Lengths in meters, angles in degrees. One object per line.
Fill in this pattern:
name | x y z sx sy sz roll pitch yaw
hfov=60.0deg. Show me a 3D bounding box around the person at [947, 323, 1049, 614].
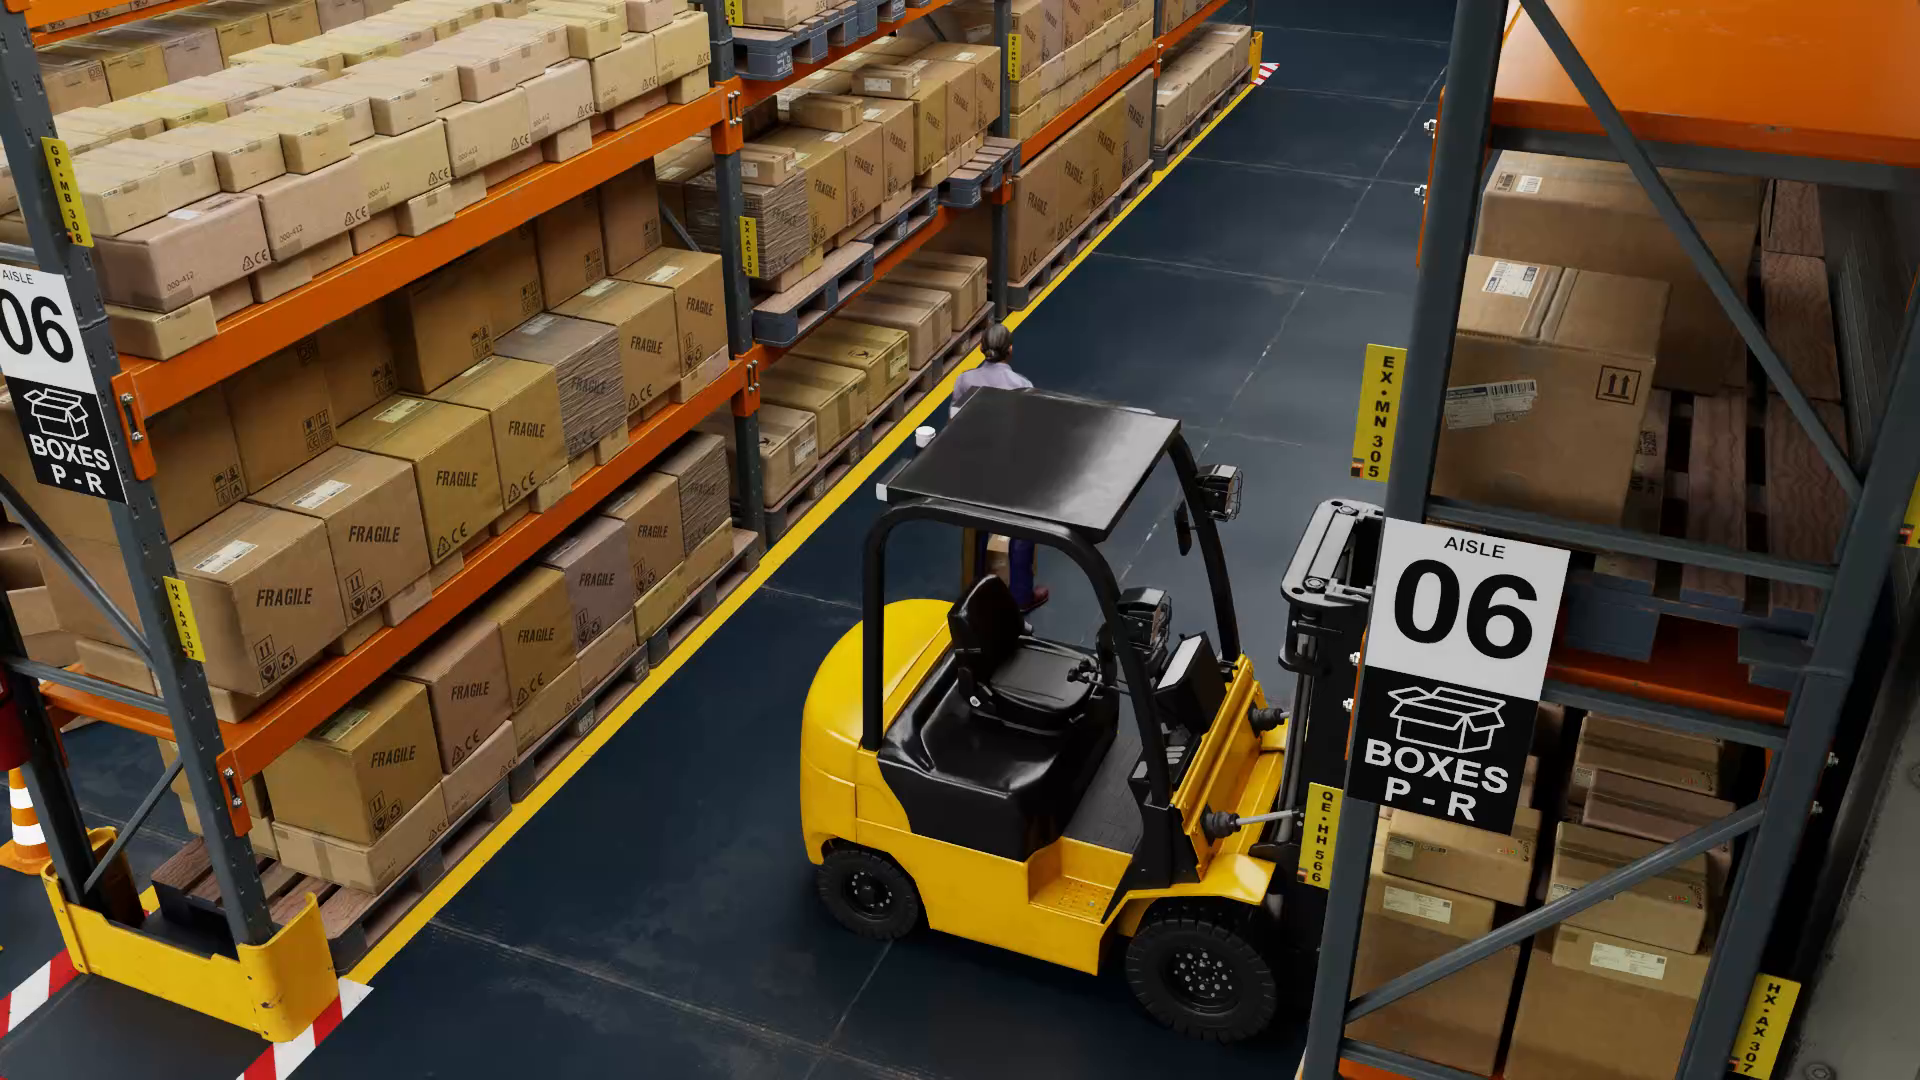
person | 0.204 -0.377 9.055 0.563 1.653 0.363 10 31 17
